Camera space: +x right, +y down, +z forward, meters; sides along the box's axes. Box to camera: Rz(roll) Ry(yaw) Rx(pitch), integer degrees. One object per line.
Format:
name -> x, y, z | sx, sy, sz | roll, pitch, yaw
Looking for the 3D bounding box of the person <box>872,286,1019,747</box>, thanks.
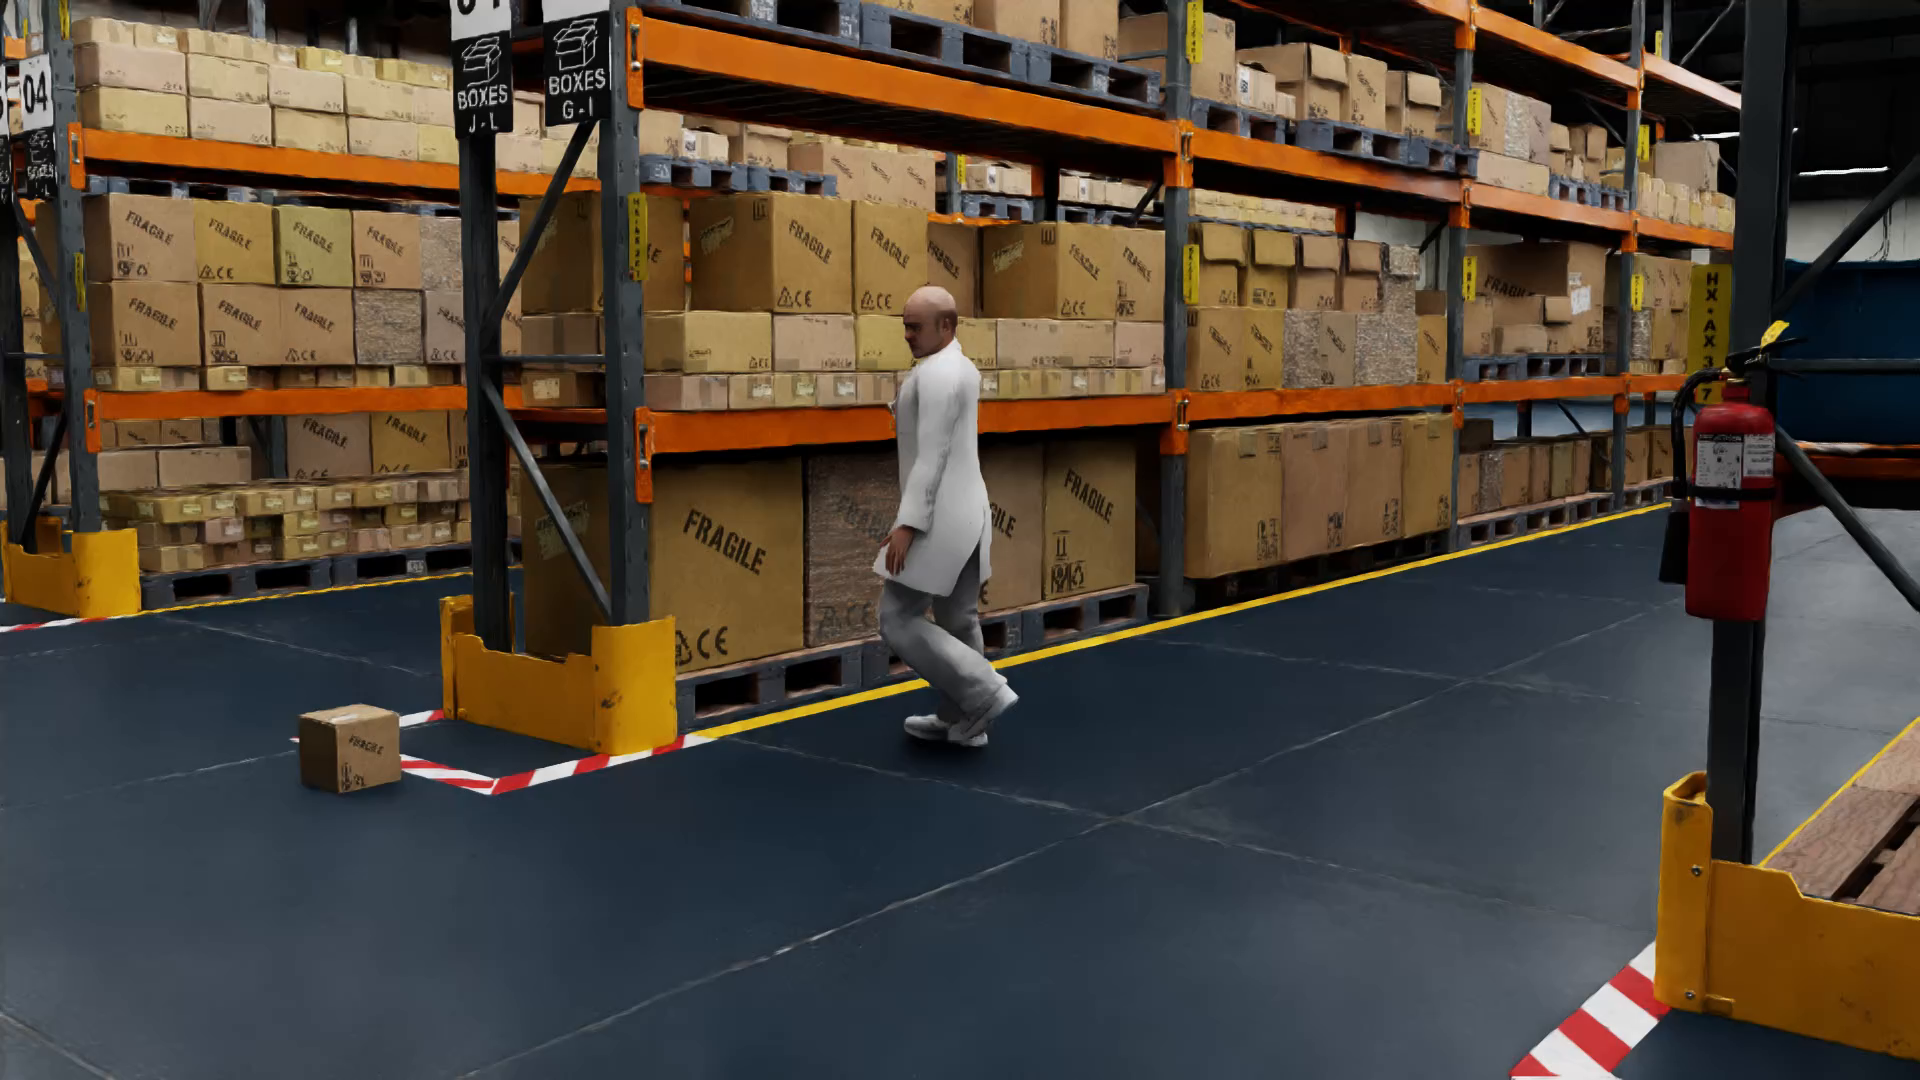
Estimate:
person -> -0.032, -0.058, 6.210 | 0.555, 1.761, 0.640 | 2, 7, 14
